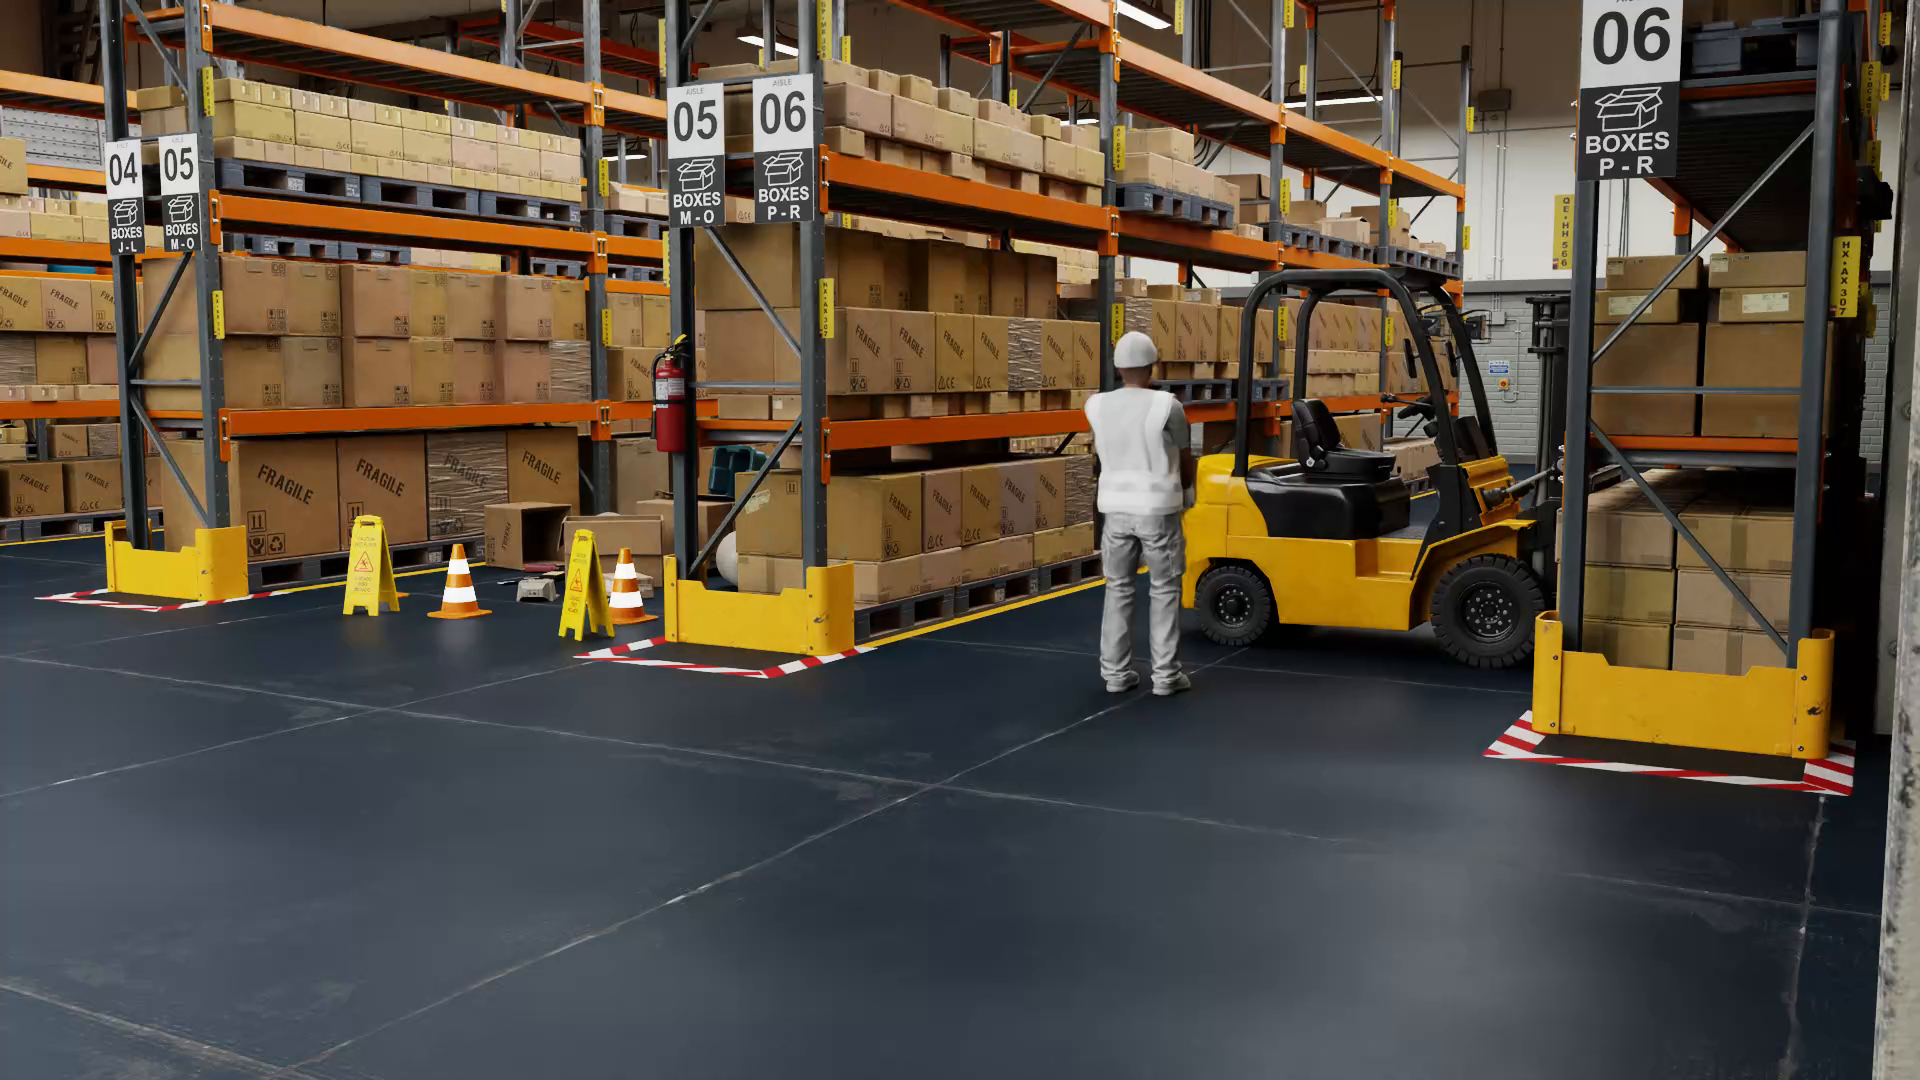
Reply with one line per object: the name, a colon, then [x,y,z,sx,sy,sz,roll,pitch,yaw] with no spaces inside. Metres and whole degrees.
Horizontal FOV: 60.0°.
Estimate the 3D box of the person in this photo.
person: [0.925,-0.139,8.284,0.495,1.784,0.573,3,7,27]
